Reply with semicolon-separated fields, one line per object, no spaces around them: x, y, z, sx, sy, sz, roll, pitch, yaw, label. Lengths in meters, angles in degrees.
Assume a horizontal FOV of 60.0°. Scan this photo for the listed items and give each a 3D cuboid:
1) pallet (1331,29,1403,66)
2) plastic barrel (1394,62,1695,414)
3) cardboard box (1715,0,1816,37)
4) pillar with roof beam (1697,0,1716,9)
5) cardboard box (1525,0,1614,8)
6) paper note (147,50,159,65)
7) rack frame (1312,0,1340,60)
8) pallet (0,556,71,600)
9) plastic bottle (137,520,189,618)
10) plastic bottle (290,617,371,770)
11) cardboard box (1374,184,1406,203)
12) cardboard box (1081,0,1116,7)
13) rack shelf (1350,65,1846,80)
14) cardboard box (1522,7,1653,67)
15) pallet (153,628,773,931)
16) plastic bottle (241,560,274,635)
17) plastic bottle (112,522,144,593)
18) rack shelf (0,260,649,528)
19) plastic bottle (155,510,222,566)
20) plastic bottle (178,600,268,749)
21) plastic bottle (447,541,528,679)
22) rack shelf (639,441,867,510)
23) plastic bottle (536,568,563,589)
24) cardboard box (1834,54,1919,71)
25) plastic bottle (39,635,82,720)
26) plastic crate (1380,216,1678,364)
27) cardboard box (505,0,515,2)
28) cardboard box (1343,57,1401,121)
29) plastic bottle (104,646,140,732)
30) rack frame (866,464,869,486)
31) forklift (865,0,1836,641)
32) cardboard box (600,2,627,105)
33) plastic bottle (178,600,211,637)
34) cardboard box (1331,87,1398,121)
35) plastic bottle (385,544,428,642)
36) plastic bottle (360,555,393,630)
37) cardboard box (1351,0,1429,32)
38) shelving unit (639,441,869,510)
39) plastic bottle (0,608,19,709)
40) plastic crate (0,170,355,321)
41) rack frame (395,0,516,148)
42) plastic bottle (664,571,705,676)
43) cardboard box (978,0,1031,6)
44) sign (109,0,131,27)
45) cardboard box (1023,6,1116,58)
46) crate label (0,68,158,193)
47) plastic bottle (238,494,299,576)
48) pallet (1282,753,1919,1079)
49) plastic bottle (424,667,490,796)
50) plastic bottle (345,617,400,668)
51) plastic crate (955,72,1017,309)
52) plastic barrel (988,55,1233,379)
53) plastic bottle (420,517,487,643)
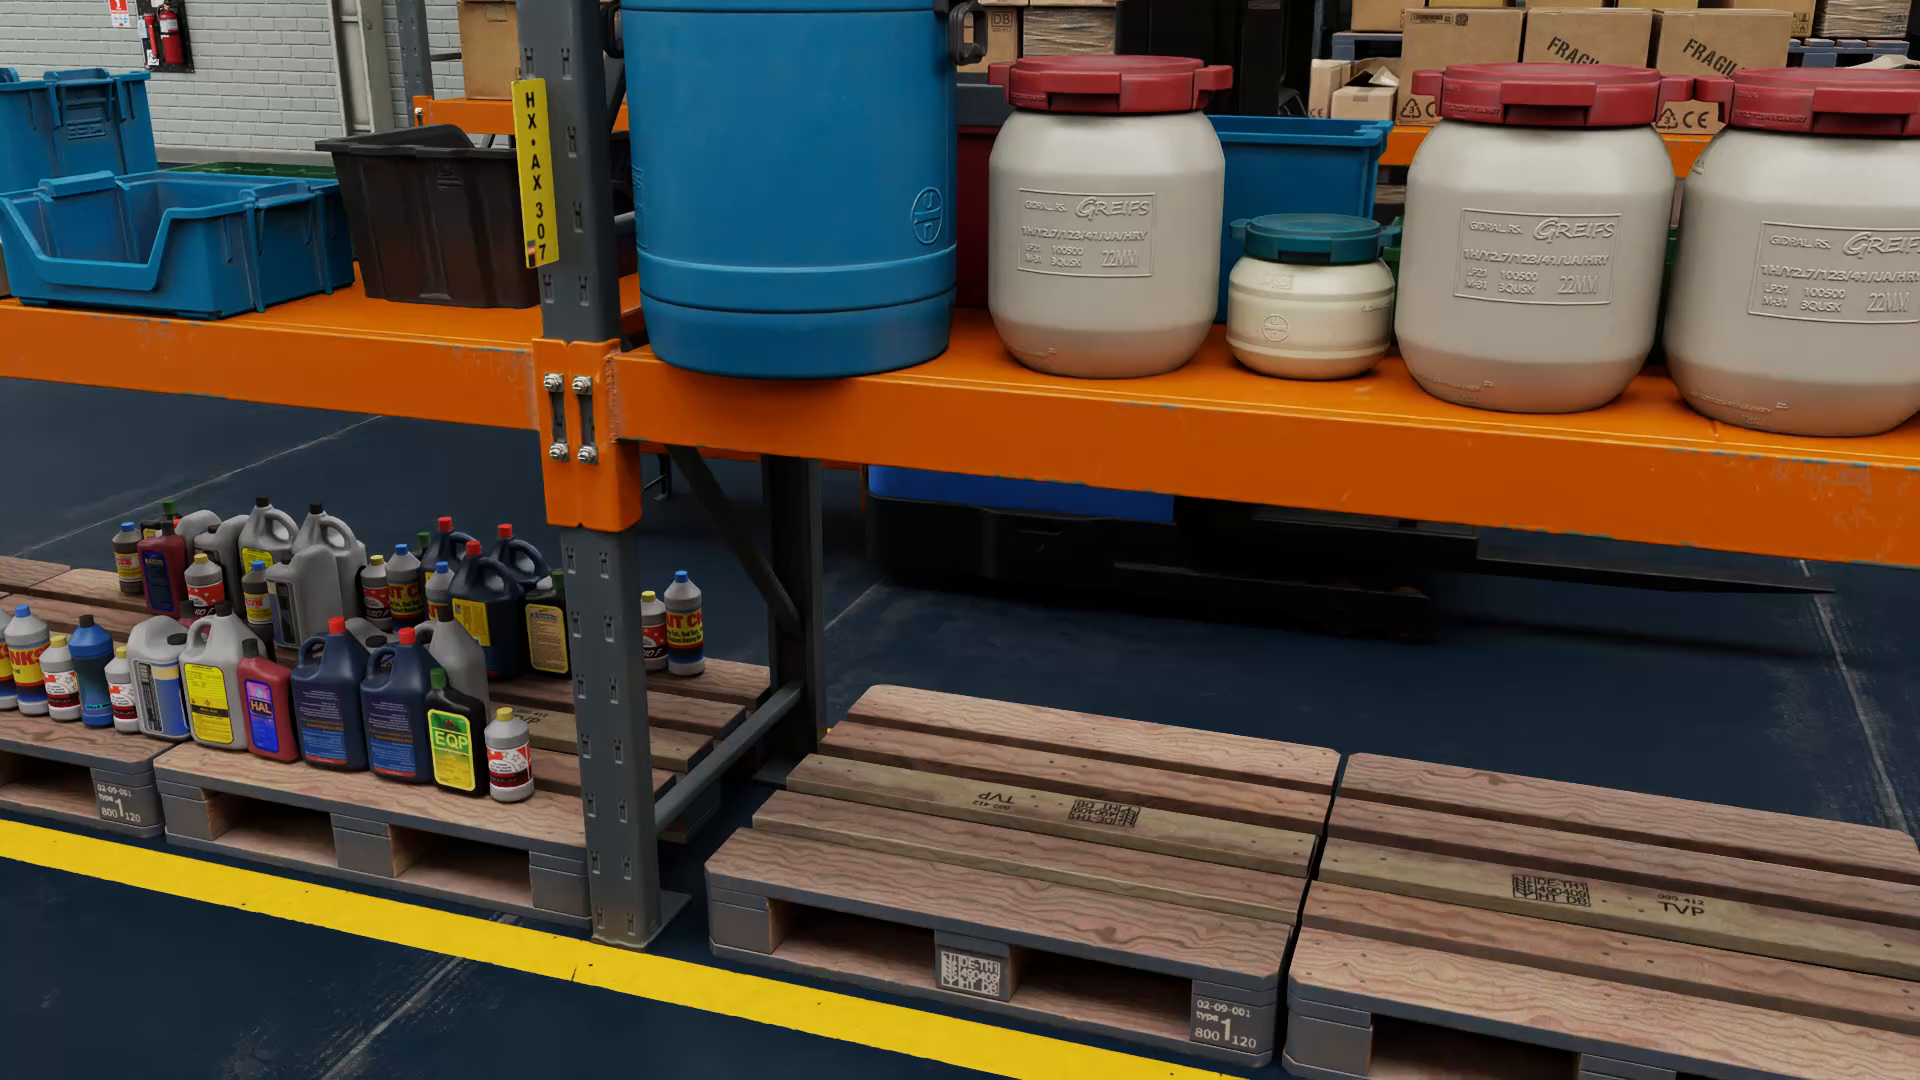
3.355;-3.558;12.018;1.213;0.211;1.003;7;20;18;pallet
0.955;-0.510;2.774;0.433;0.535;0.433;0;19;0;plastic barrel
5.476;-3.699;11.310;0.500;0.500;0.700;5;20;13;cardboard box
4.103;-5.248;7.460;0.400;9.000;9.100;7;20;18;pillar with roof beam
4.309;-3.842;11.720;0.500;0.500;0.700;10;21;26;cardboard box
-8.286;-4.953;17.068;0.142;0.148;0.016;7;20;18;paper note
2.681;-3.776;12.353;0.127;3.000;1.000;7;20;18;rack frame
-3.496;0.272;4.976;1.213;0.211;1.003;7;20;18;pallet
-2.275;0.078;4.755;0.133;0.283;0.061;7;20;18;plastic bottle
-1.454;0.346;3.882;0.185;0.351;0.144;5;20;15;plastic bottle
3.382;-2.730;12.479;0.500;0.500;0.700;7;20;20;cardboard box
0.732;-2.552;7.703;0.250;0.149;0.380;7;20;18;cardboard box
4.570;-3.221;11.852;4.000;0.370;1.077;7;20;18;rack shelf
2.750;-2.084;7.346;0.500;0.500;0.500;7;20;18;cardboard box
-1.191;0.535;4.220;1.213;0.211;1.003;7;20;18;pallet
-1.950;0.157;4.651;0.097;0.201;0.097;0;19;0;plastic bottle
-2.470;0.048;4.966;0.097;0.201;0.097;0;19;0;plastic bottle
-2.459;-0.572;4.254;4.000;0.370;1.077;7;20;18;rack shelf
-2.241;0.048;4.851;0.135;0.276;0.152;7;20;18;plastic bottle
-1.759;0.311;3.982;0.185;0.351;0.144;6;20;18;plastic bottle
-1.244;0.176;4.371;0.185;0.351;0.144;7;20;18;plastic bottle
-0.737;-0.363;6.151;1.000;0.278;0.538;5;20;15;rack shelf
-1.042;0.185;4.458;0.135;0.276;0.152;7;21;20;plastic bottle
4.056;-1.919;7.158;0.500;0.311;0.500;6;20;17;cardboard box
-2.226;0.337;4.136;0.097;0.201;0.097;0;19;0;plastic bottle
1.168;-0.496;3.263;0.662;0.188;0.450;7;20;18;plastic crate
-2.169;-2.884;8.656;0.250;0.149;0.380;6;20;17;cardboard box
1.950;-2.134;7.847;0.258;0.266;0.396;6;20;17;cardboard box
-2.032;0.359;4.072;0.097;0.201;0.097;0;19;0;plastic bottle
-0.249;-0.547;5.938;0.032;1.125;0.500;5;20;15;rack frame
1.254;-1.265;5.252;3.031;2.935;1.130;5;20;15;forklift
-1.785;-2.605;8.842;0.500;0.500;0.700;7;20;19;cardboard box
-1.877;0.291;4.142;0.133;0.283;0.061;7;20;18;plastic bottle
1.829;-1.958;7.518;0.250;0.149;0.380;7;20;18;cardboard box
-1.526;0.144;4.584;0.097;0.271;0.097;0;19;0;plastic bottle
-1.634;0.143;4.692;0.097;0.201;0.097;0;19;0;plastic bottle
3.151;-3.966;12.076;0.500;0.500;0.700;7;20;18;cardboard box
-0.737;-0.594;6.071;1.048;1.125;0.538;5;20;15;shelving unit
-2.414;0.282;4.186;0.097;0.271;0.097;0;19;0;plastic bottle
-1.704;-0.661;3.641;0.616;0.251;0.499;7;20;18;plastic crate
-2.719;-2.668;9.173;0.127;3.000;1.000;7;20;18;rack frame
-0.727;0.214;4.383;0.097;0.271;0.097;0;19;0;plastic bottle
0.251;-2.607;7.860;0.250;0.149;0.380;6;20;16;cardboard box
-8.630;-5.437;17.064;0.234;0.329;0.001;7;20;18;sign
0.638;-2.329;8.049;0.500;0.500;0.700;6;20;17;cardboard box
-2.521;-1.030;4.421;0.616;0.435;0.502;7;20;18;crate label
-1.952;0.044;4.748;0.185;0.351;0.144;7;21;20;plastic bottle
1.341;0.825;3.390;1.213;0.211;1.003;7;20;18;pallet
-1.133;0.429;3.746;0.133;0.283;0.061;8;21;21;plastic bottle
-1.429;0.333;4.034;0.135;0.276;0.152;7;20;18;plastic bottle
-0.012;-0.769;3.628;0.583;0.464;0.402;7;20;18;plastic crate
0.262;-0.589;3.002;0.433;0.535;0.433;0;19;0;plastic barrel
-1.375;0.110;4.558;0.185;0.351;0.144;6;20;16;plastic bottle
